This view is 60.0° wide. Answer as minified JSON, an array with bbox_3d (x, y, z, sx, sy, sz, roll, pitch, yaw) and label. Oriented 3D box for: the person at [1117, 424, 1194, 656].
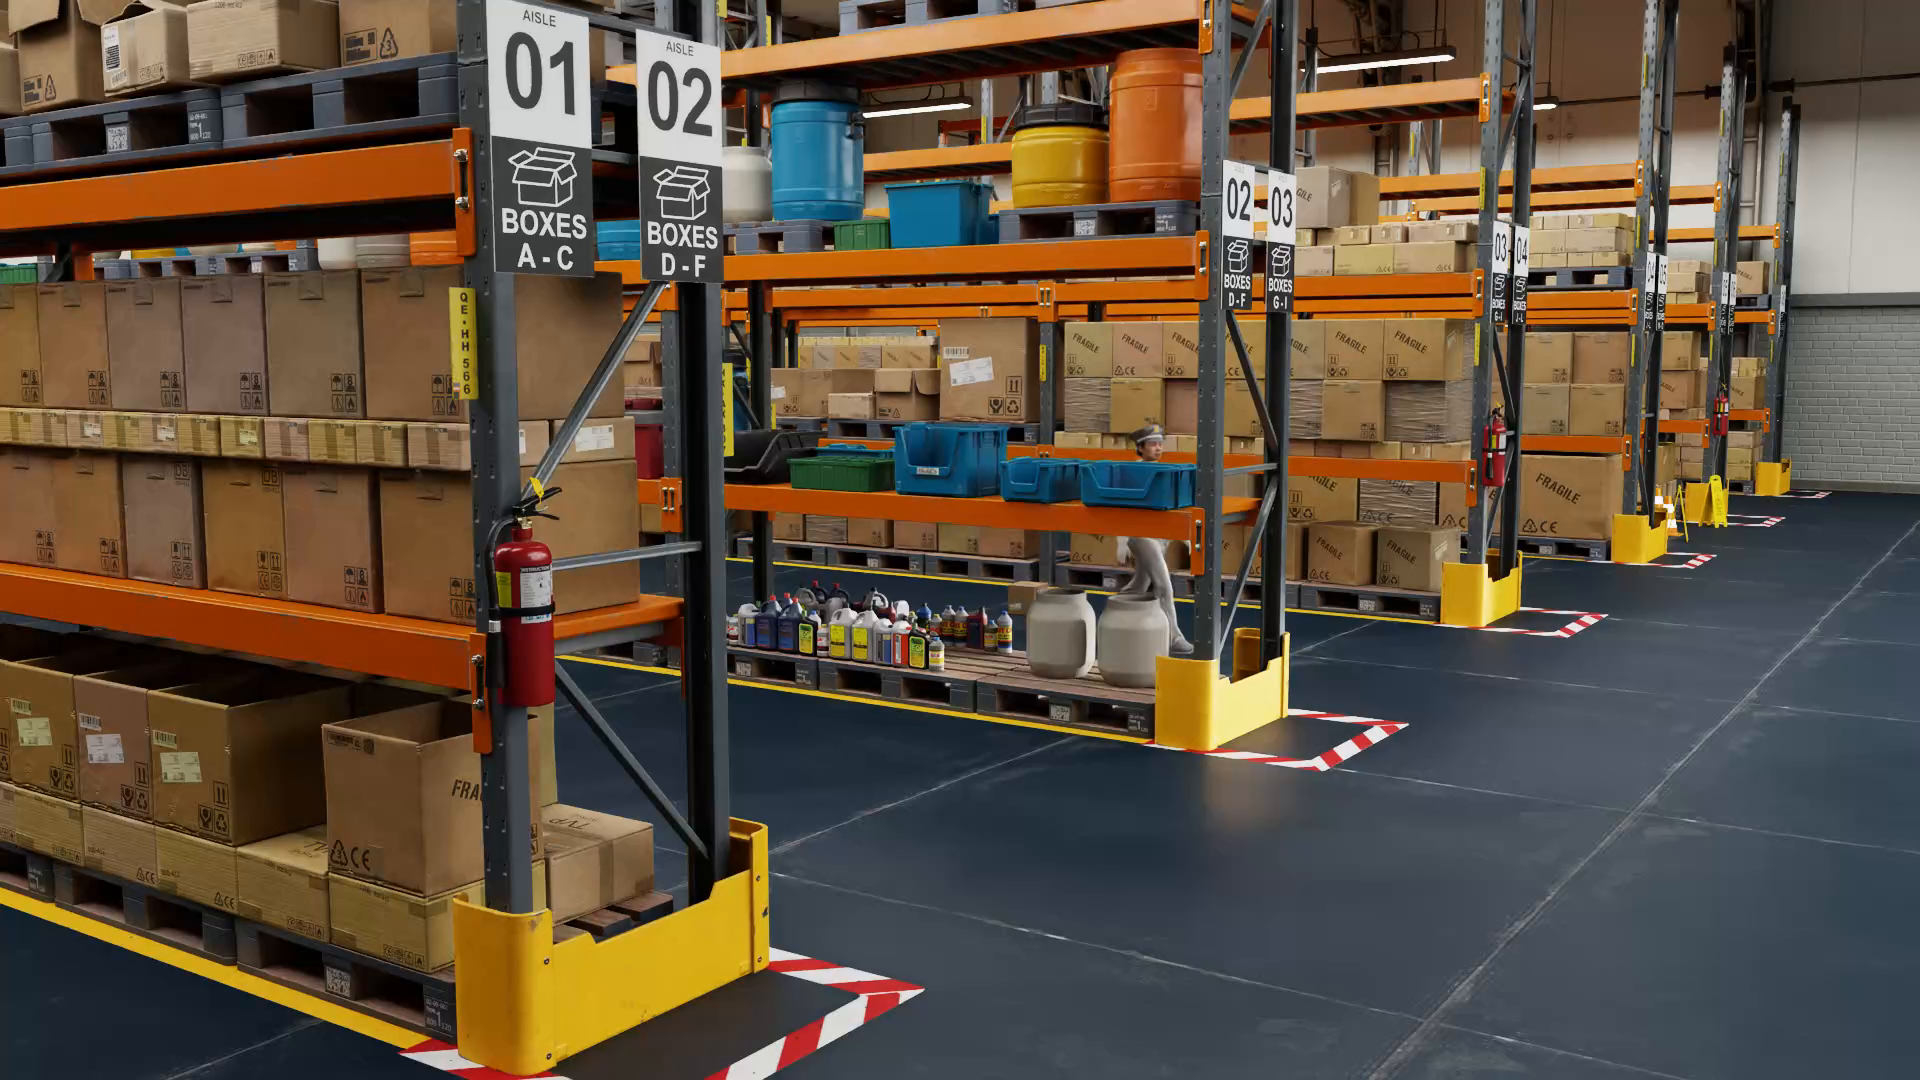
[{"bbox_3d":[1.406,-0.025,12.044,1.016,1.631,0.488,6,9,44],"label":"person"}]
